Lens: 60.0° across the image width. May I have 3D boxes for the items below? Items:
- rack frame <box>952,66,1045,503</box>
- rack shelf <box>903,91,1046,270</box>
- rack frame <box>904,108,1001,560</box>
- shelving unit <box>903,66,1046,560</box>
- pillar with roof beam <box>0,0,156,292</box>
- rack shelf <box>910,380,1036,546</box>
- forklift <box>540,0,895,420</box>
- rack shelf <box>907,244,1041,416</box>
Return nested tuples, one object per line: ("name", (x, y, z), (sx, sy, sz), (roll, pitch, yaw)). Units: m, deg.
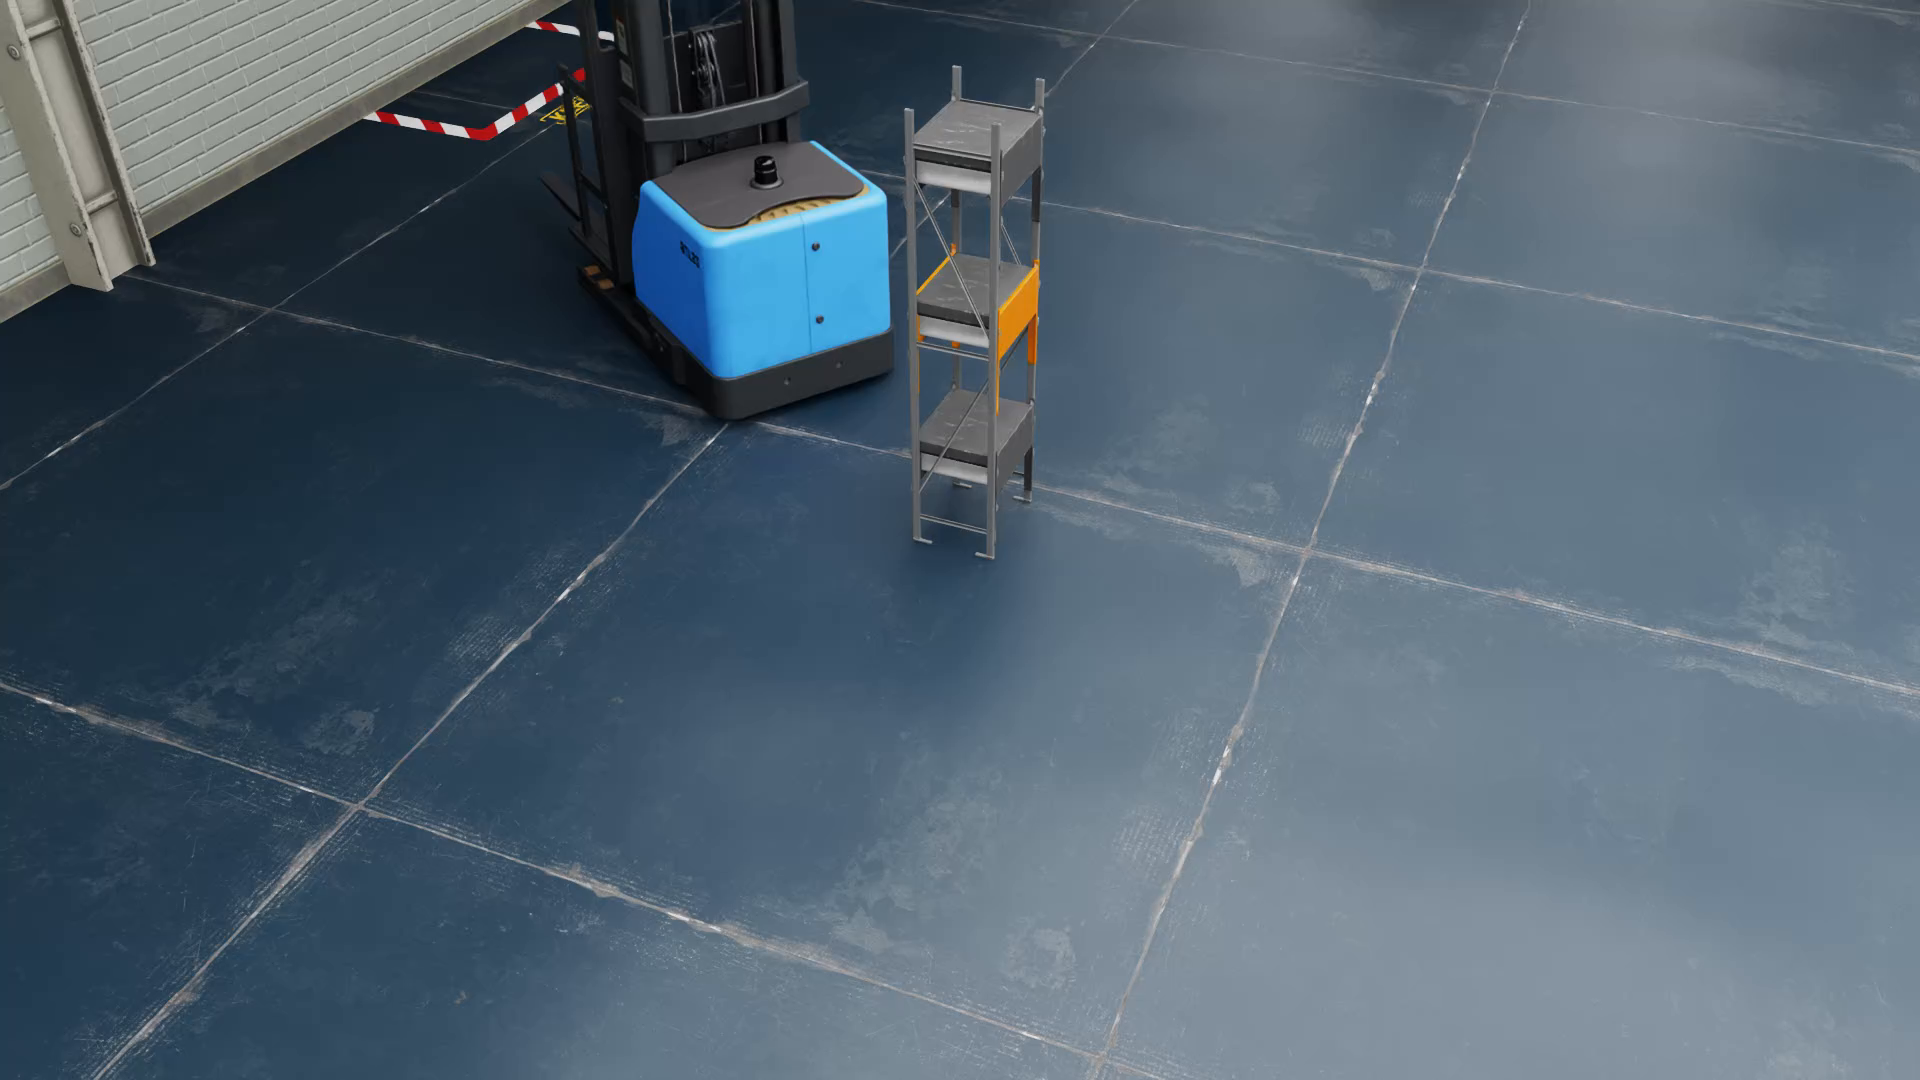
("rack frame", (0.156, -1.068, 7.425), (0.400, 2.100, 0.015), (14, 39, 18))
("rack shelf", (0.063, -1.482, 6.833), (0.431, 0.518, 0.480), (14, 39, 18))
("rack frame", (-0.030, -0.798, 7.063), (0.400, 2.100, 0.015), (14, 39, 18))
("shelving unit", (0.063, -0.933, 7.244), (0.431, 2.100, 0.503), (14, 39, 18))
("pillar with roof beam", (-1.055, -4.214, 5.872), (9.100, 9.000, 0.400), (14, 39, 18))
("rack shelf", (0.063, -0.361, 7.671), (0.431, 0.518, 0.480), (14, 39, 18))
("forklift", (-1.558, -2.636, 8.829), (1.130, 2.935, 3.031), (-21, 41, -25))
("rack shelf", (0.063, -0.922, 7.252), (0.431, 0.518, 0.480), (14, 39, 18))
